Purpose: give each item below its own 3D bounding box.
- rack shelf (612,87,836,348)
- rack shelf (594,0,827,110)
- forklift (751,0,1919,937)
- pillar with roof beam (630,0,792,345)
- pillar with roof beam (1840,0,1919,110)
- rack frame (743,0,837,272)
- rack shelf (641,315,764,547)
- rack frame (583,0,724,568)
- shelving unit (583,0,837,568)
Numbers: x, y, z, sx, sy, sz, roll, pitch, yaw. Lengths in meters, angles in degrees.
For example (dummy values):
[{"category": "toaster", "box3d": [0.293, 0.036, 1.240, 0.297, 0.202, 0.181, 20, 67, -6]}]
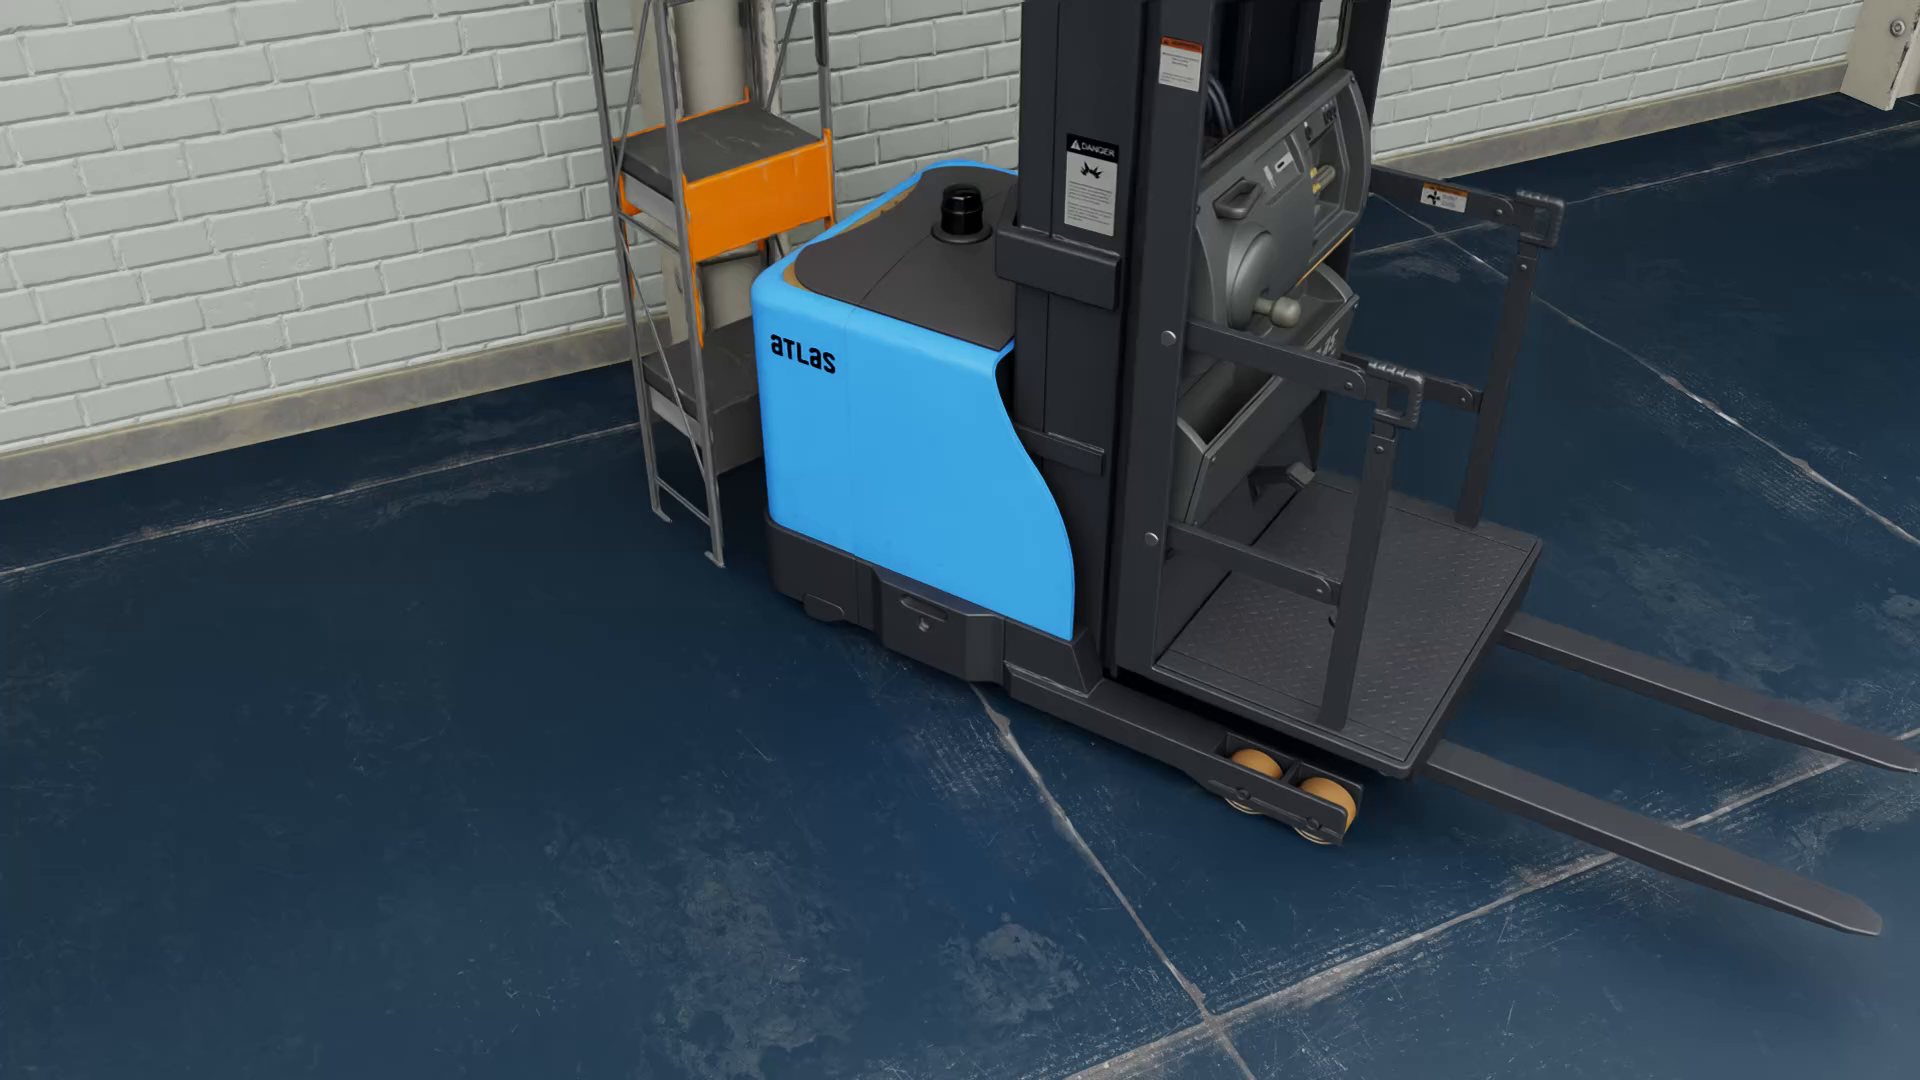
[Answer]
[{"category": "rack shelf", "box3d": [-0.675, -0.932, 4.767, 0.480, 0.518, 0.431, -26, 44, -31]}, {"category": "rack shelf", "box3d": [-0.675, -1.494, 4.350, 0.480, 0.518, 0.431, -26, 44, -31]}, {"category": "forklift", "box3d": [0.946, -0.772, 3.830, 3.031, 2.935, 1.130, 21, 41, 26]}, {"category": "pillar with roof beam", "box3d": [0.991, -1.986, 0.374, 0.400, 9.000, 9.100, -16, 39, -20]}, {"category": "pillar with roof beam", "box3d": [6.423, -3.505, 2.422, 0.400, 9.000, 9.100, -16, 39, -20]}, {"category": "rack frame", "box3d": [-0.488, -1.036, 4.885, 0.015, 2.100, 0.400, -26, 44, -31]}, {"category": "rack shelf", "box3d": [-0.675, -0.370, 5.184, 0.480, 0.518, 0.431, -26, 44, -31]}, {"category": "rack frame", "box3d": [-0.862, -0.850, 4.633, 0.015, 2.100, 0.400, -26, 44, -31]}, {"category": "shelving unit", "box3d": [-0.675, -0.943, 4.759, 0.503, 2.100, 0.431, -26, 44, -31]}]
